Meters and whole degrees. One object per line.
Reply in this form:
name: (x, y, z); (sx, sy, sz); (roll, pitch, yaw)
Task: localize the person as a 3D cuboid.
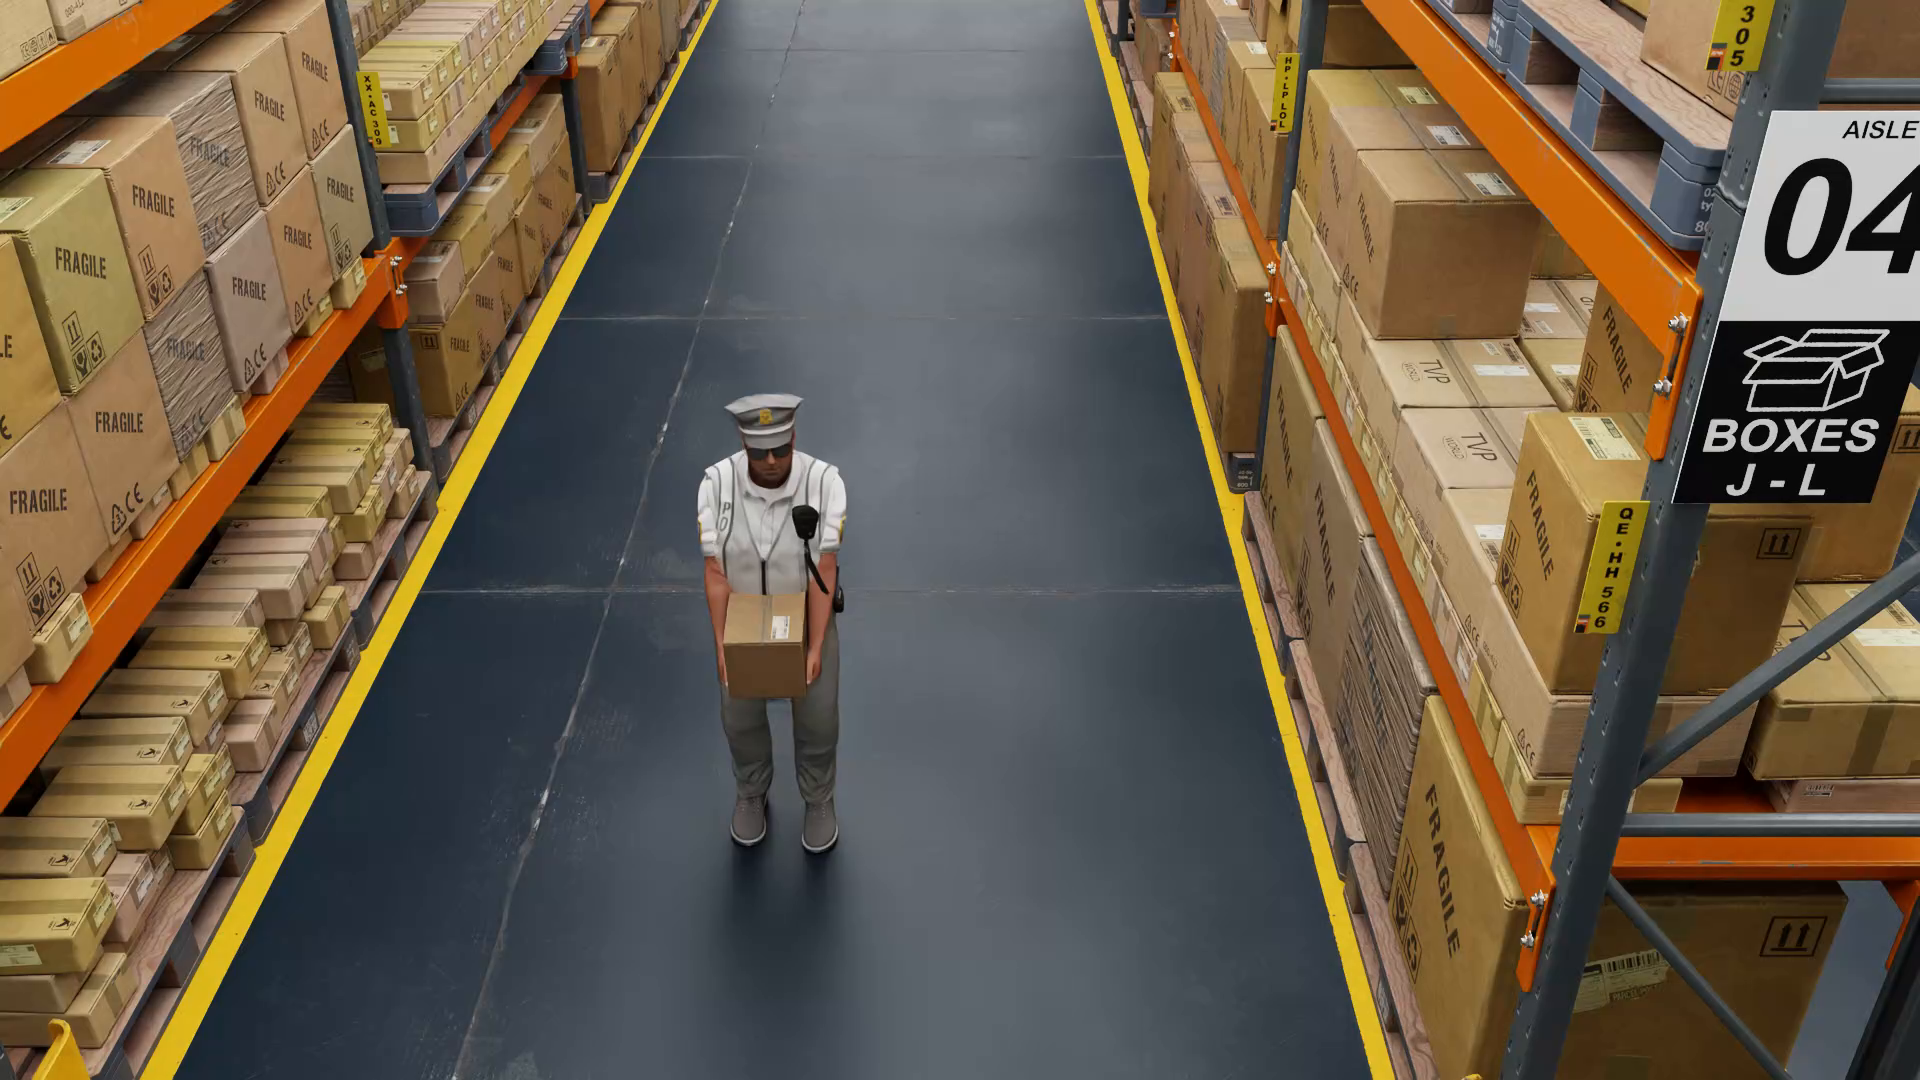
person: (-0.614, 0.299, 5.638); (0.489, 1.759, 0.581); (-1, 31, -1)
